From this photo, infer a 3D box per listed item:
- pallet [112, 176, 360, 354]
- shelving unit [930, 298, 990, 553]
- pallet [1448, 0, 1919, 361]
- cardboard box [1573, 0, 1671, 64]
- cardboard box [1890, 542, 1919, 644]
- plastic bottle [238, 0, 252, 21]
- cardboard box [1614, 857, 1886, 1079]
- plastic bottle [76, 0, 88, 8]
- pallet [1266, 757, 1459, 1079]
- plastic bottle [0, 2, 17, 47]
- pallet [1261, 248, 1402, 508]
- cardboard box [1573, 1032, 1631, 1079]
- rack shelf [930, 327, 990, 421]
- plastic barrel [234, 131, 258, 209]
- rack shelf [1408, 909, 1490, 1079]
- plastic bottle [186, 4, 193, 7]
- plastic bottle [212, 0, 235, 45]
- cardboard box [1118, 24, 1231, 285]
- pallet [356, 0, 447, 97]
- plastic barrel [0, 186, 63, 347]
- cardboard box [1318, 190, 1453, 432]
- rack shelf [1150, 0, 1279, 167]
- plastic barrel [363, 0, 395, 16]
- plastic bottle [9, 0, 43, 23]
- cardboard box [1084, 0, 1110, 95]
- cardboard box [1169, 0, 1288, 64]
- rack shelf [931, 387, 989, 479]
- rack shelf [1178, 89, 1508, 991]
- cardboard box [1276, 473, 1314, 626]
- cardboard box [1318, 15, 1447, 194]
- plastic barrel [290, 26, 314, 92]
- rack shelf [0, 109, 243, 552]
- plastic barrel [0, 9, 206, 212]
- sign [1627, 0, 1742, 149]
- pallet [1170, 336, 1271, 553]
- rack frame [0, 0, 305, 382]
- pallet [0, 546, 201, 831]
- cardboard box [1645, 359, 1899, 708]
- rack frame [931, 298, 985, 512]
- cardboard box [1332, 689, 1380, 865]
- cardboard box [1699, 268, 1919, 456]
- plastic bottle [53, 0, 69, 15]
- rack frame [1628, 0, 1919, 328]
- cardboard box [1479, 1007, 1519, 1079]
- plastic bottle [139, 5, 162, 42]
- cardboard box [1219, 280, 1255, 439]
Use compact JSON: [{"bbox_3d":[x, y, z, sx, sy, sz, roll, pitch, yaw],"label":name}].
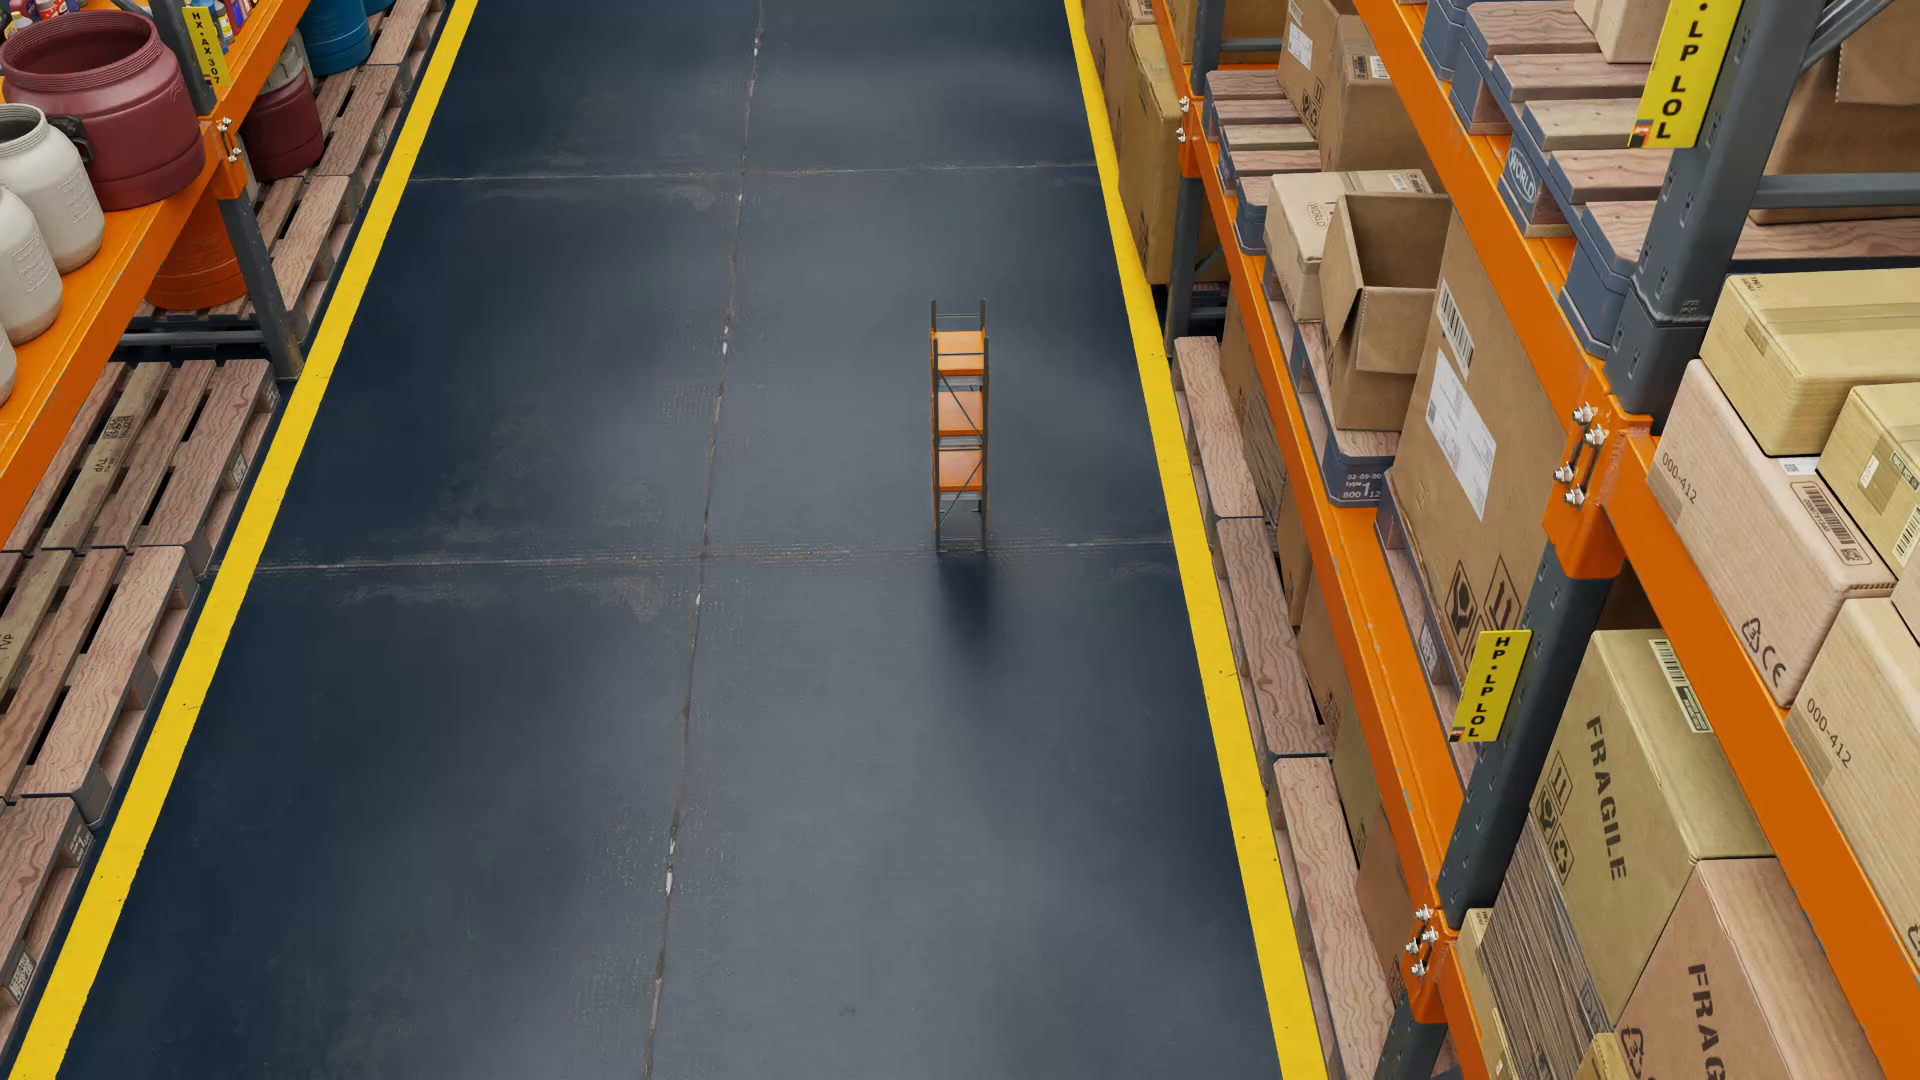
[{"bbox_3d":[-3.575,-1.355,8.072,1.003,0.211,1.213,-2,43,-2],"label":"pallet"},{"bbox_3d":[-0.002,-0.423,6.435,0.215,1.050,0.252,-2,43,-2],"label":"shelving unit"},{"bbox_3d":[1.698,-0.750,3.267,1.213,0.211,1.003,-2,43,-2],"label":"pallet"},{"bbox_3d":[1.478,-1.136,3.339,0.396,0.266,0.258,0,43,0],"label":"cardboard box"},{"bbox_3d":[1.394,0.099,2.018,0.380,0.149,0.250,-1,43,-1],"label":"cardboard box"},{"bbox_3d":[-3.215,-2.420,7.262,0.152,0.276,0.135,-2,43,-2],"label":"plastic bottle"},{"bbox_3d":[1.406,0.840,2.580,0.500,0.500,0.500,-2,43,-2],"label":"cardboard box"},{"bbox_3d":[-3.952,-2.471,7.373,0.097,0.201,0.097,0,43,0],"label":"plastic bottle"},{"bbox_3d":[1.584,1.209,5.275,1.003,0.211,1.213,-2,43,-2],"label":"pallet"},{"bbox_3d":[-3.944,-2.070,6.874,0.061,0.283,0.133,-2,43,-2],"label":"plastic bottle"},{"bbox_3d":[1.573,-0.588,5.314,1.003,0.211,1.213,-2,43,-2],"label":"pallet"},{"bbox_3d":[1.562,1.204,2.922,0.875,0.500,0.500,-2,43,-2],"label":"cardboard box"},{"bbox_3d":[-0.002,-0.625,6.250,0.215,0.259,0.240,-2,43,-2],"label":"rack shelf"},{"bbox_3d":[-3.651,-1.798,8.022,0.421,0.512,0.421,0,43,0],"label":"plastic barrel"},{"bbox_3d":[1.703,2.322,2.530,1.077,0.370,4.000,-2,43,-2],"label":"rack shelf"},{"bbox_3d":[-3.196,-2.108,6.921,0.152,0.276,0.135,-2,43,-2],"label":"plastic bottle"},{"bbox_3d":[-3.177,-2.225,7.104,0.097,0.201,0.097,0,43,0],"label":"plastic bottle"},{"bbox_3d":[1.440,-1.832,7.790,1.225,0.875,0.875,-3,43,-4],"label":"cardboard box"},{"bbox_3d":[-3.679,-3.002,9.869,1.003,0.211,1.213,-2,43,-2],"label":"pallet"},{"bbox_3d":[-3.225,-0.920,5.451,0.421,0.512,0.421,0,43,0],"label":"plastic barrel"},{"bbox_3d":[1.452,-0.654,4.857,0.797,0.503,0.637,2,43,3],"label":"cardboard box"},{"bbox_3d":[1.363,-3.079,8.422,1.077,0.370,4.000,-2,43,-2],"label":"rack shelf"},{"bbox_3d":[-3.664,-3.566,9.662,0.600,0.901,0.708,-2,43,-2],"label":"plastic barrel"},{"bbox_3d":[-3.953,-2.225,7.044,0.061,0.283,0.133,-2,43,-2],"label":"plastic bottle"},{"bbox_3d":[1.364,-3.031,9.099,1.225,0.875,0.875,-3,43,-3],"label":"cardboard box"},{"bbox_3d":[1.180,-2.357,7.027,0.500,0.500,0.500,0,43,0],"label":"cardboard box"},{"bbox_3d":[-0.002,-0.415,6.442,0.215,0.259,0.240,-2,43,-2],"label":"rack shelf"},{"bbox_3d":[1.533,-0.379,5.476,1.077,0.370,4.000,-2,43,-2],"label":"rack shelf"},{"bbox_3d":[1.564,-0.026,6.083,0.700,0.500,0.500,2,43,2],"label":"cardboard box"},{"bbox_3d":[1.635,-1.448,5.725,0.700,0.500,0.500,4,43,5],"label":"cardboard box"},{"bbox_3d":[-3.699,-2.560,8.854,0.421,0.512,0.421,0,43,0],"label":"plastic barrel"},{"bbox_3d":[-3.415,-0.236,5.320,1.077,0.370,4.000,-2,43,-2],"label":"rack shelf"},{"bbox_3d":[-3.178,-1.597,6.172,0.600,0.536,0.708,-2,43,-2],"label":"plastic barrel"},{"bbox_3d":[1.064,-0.717,2.418,0.100,0.325,0.005,-2,43,-2],"label":"sign"},{"bbox_3d":[1.480,-0.438,7.072,1.003,0.211,1.213,-2,43,-2],"label":"pallet"},{"bbox_3d":[-3.500,-1.852,6.550,1.000,3.000,0.127,-2,43,-2],"label":"rack frame"},{"bbox_3d":[-3.457,0.522,6.025,1.003,0.211,1.213,-2,43,-2],"label":"pallet"},{"bbox_3d":[1.382,-0.033,2.457,0.500,0.250,0.500,-3,43,-3],"label":"cardboard box"},{"bbox_3d":[-0.007,-0.505,6.525,0.200,1.050,0.008,-2,43,-2],"label":"rack frame"},{"bbox_3d":[1.612,0.728,5.260,0.700,0.500,0.500,-2,43,-2],"label":"cardboard box"},{"bbox_3d":[1.324,-0.263,2.413,0.380,0.149,0.250,-3,43,-3],"label":"cardboard box"},{"bbox_3d":[-3.944,-2.339,7.229,0.097,0.201,0.097,0,43,0],"label":"plastic bottle"},{"bbox_3d":[1.618,-1.505,1.732,1.000,3.000,0.127,-2,43,-2],"label":"rack frame"},{"bbox_3d":[1.324,1.122,3.492,0.380,0.149,0.250,-2,43,-2],"label":"cardboard box"},{"bbox_3d":[-3.348,-2.103,6.916,0.152,0.276,0.135,-2,43,-2],"label":"plastic bottle"},{"bbox_3d":[1.497,-0.783,6.909,0.700,0.500,0.500,-4,43,-4],"label":"cardboard box"}]
